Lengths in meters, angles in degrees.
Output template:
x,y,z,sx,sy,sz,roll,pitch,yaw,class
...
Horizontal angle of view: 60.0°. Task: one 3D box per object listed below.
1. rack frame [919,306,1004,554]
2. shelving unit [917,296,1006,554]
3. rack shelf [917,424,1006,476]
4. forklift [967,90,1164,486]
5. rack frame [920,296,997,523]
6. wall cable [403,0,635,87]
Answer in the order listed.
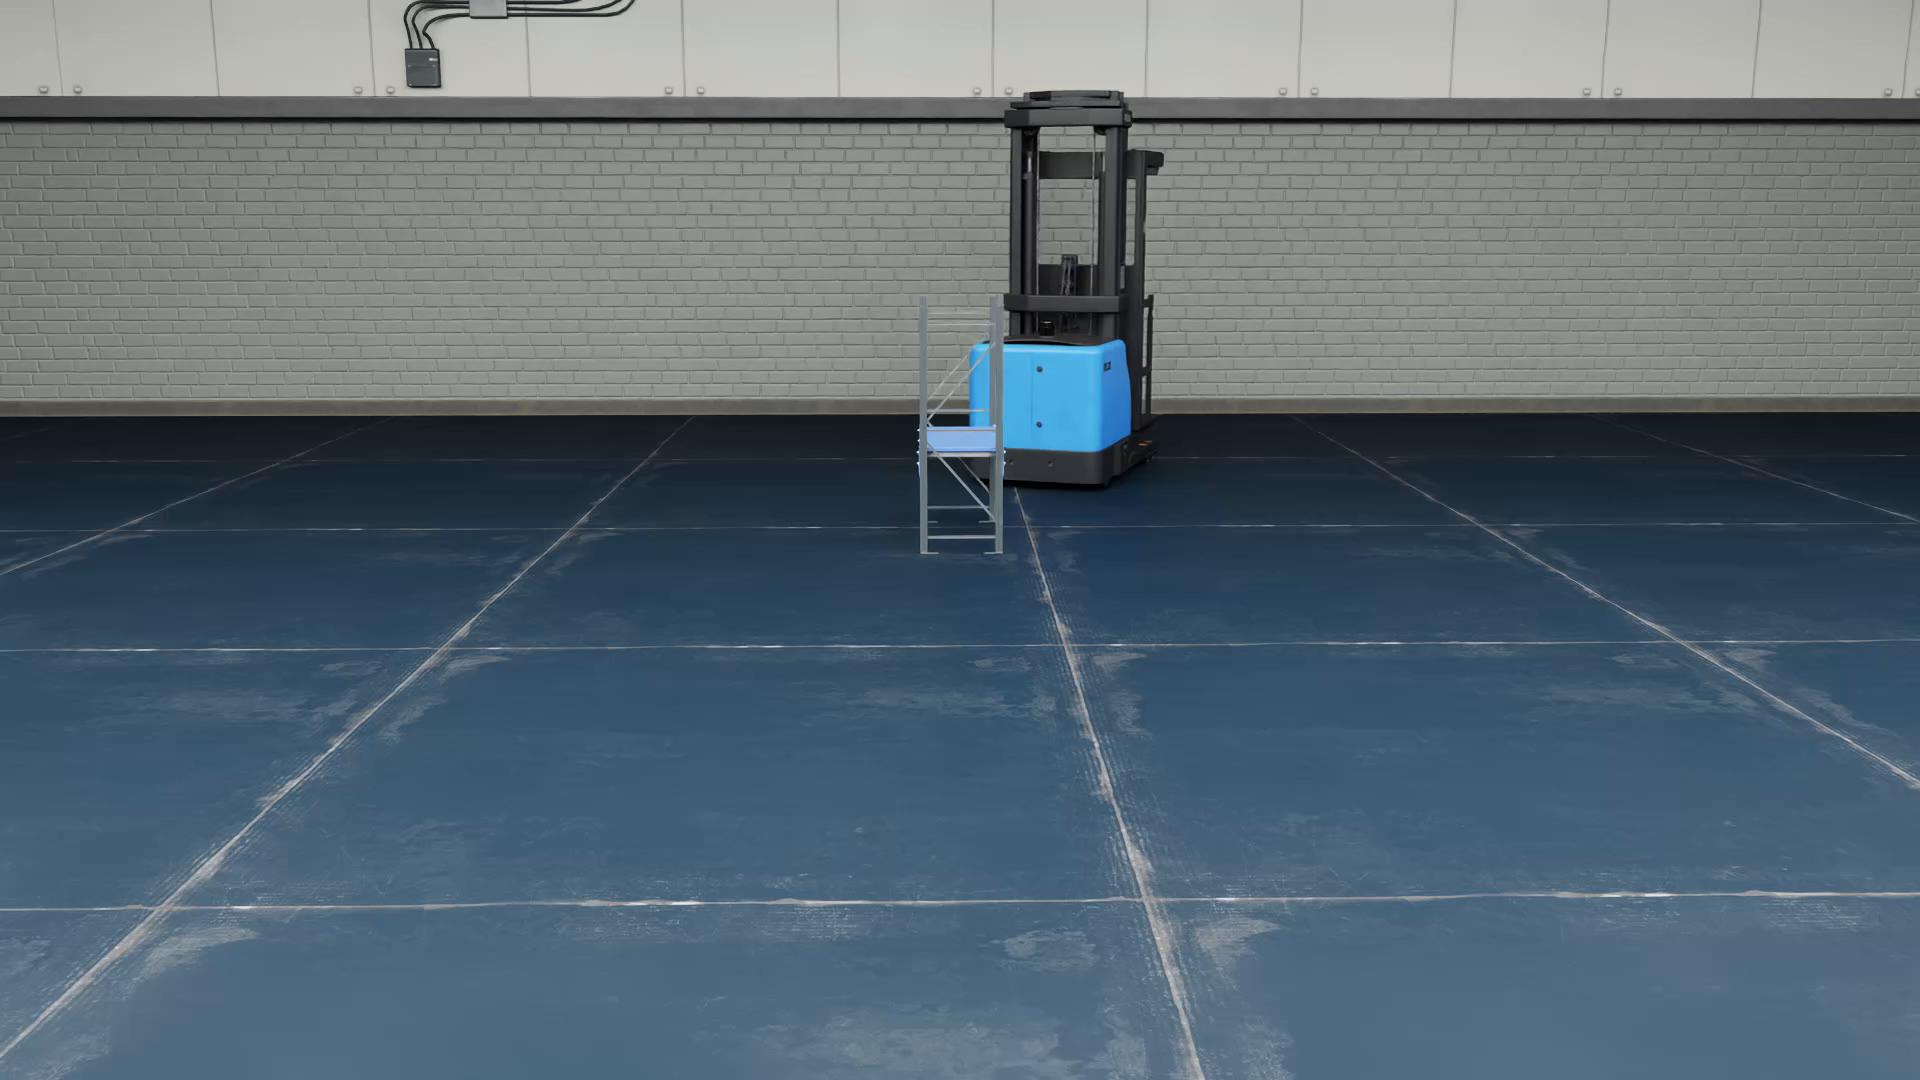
x,y,z,sx,sy,sz,roll,pitch,yaw,class
0.009,-0.651,9.995,0.500,1.500,0.032,0,11,-1,rack frame
-0.002,-0.752,10.494,0.538,1.500,1.048,0,11,-1,shelving unit
-0.002,-0.576,10.529,0.538,0.185,1.000,0,11,-1,rack shelf
1.006,-2.087,13.473,1.130,2.935,3.031,4,12,18,forklift
-0.012,-0.853,10.992,0.500,1.500,0.032,0,11,-1,rack frame
-4.175,-7.324,15.476,2.305,6.003,0.169,0,11,-1,wall cable
